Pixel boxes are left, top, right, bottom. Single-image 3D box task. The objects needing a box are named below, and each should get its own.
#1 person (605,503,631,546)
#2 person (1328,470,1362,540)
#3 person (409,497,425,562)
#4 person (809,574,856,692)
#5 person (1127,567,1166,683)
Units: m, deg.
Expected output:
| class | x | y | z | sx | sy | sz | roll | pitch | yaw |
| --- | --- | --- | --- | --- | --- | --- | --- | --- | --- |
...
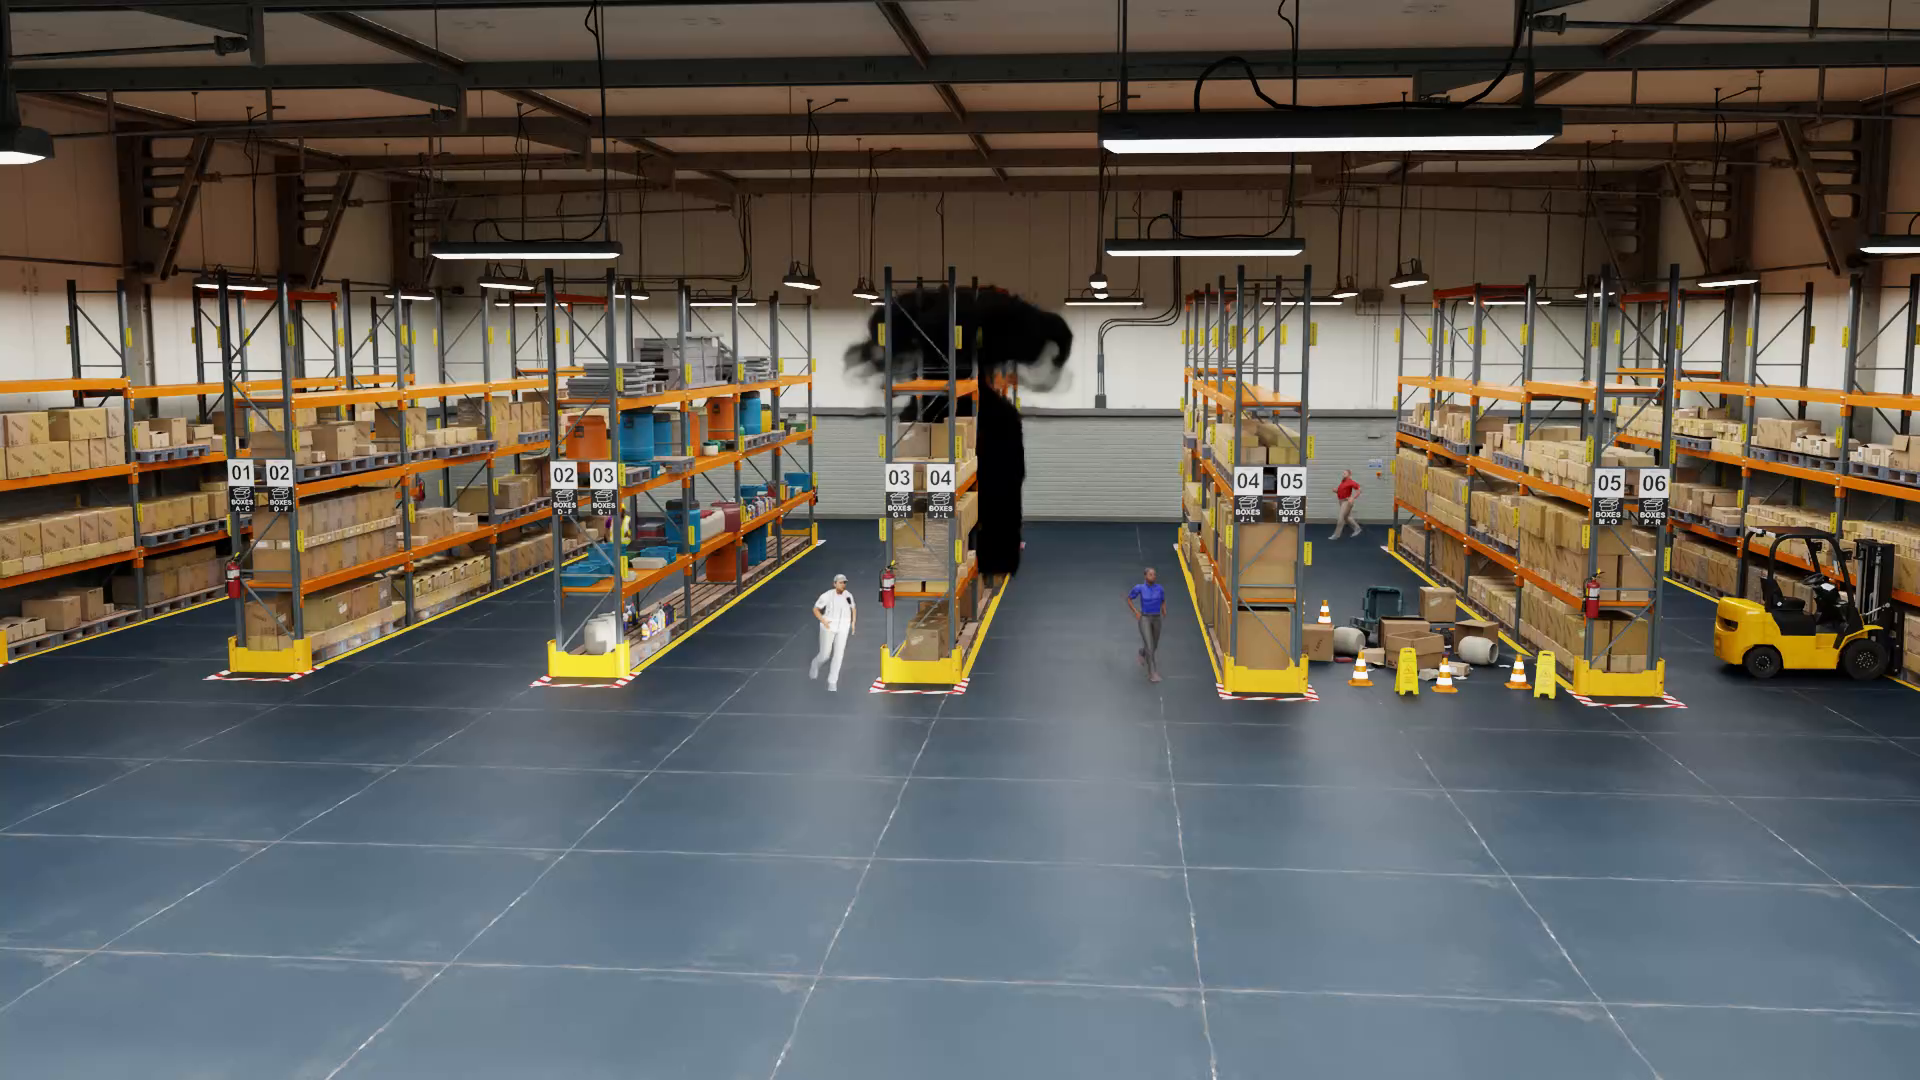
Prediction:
| class | x | y | z | sx | sy | sz | roll | pitch | yaw |
| --- | --- | --- | --- | --- | --- | --- | --- | --- | --- |
| person | -6.672 | 0.167 | 32.719 | 0.672 | 1.824 | 0.766 | 0 | 7 | -4 |
| person | 9.570 | -0.881 | 41.235 | 0.968 | 1.733 | 0.657 | -1 | 7 | -10 |
| person | -11.193 | -0.003 | 34.102 | 0.690 | 1.797 | 0.838 | 1 | 7 | 6 |
| person | -1.776 | 1.310 | 23.933 | 0.672 | 1.612 | 0.826 | -3 | 7 | -21 |
| person | 2.782 | 1.220 | 24.572 | 0.575 | 1.657 | 0.840 | -2 | 7 | -19 |
